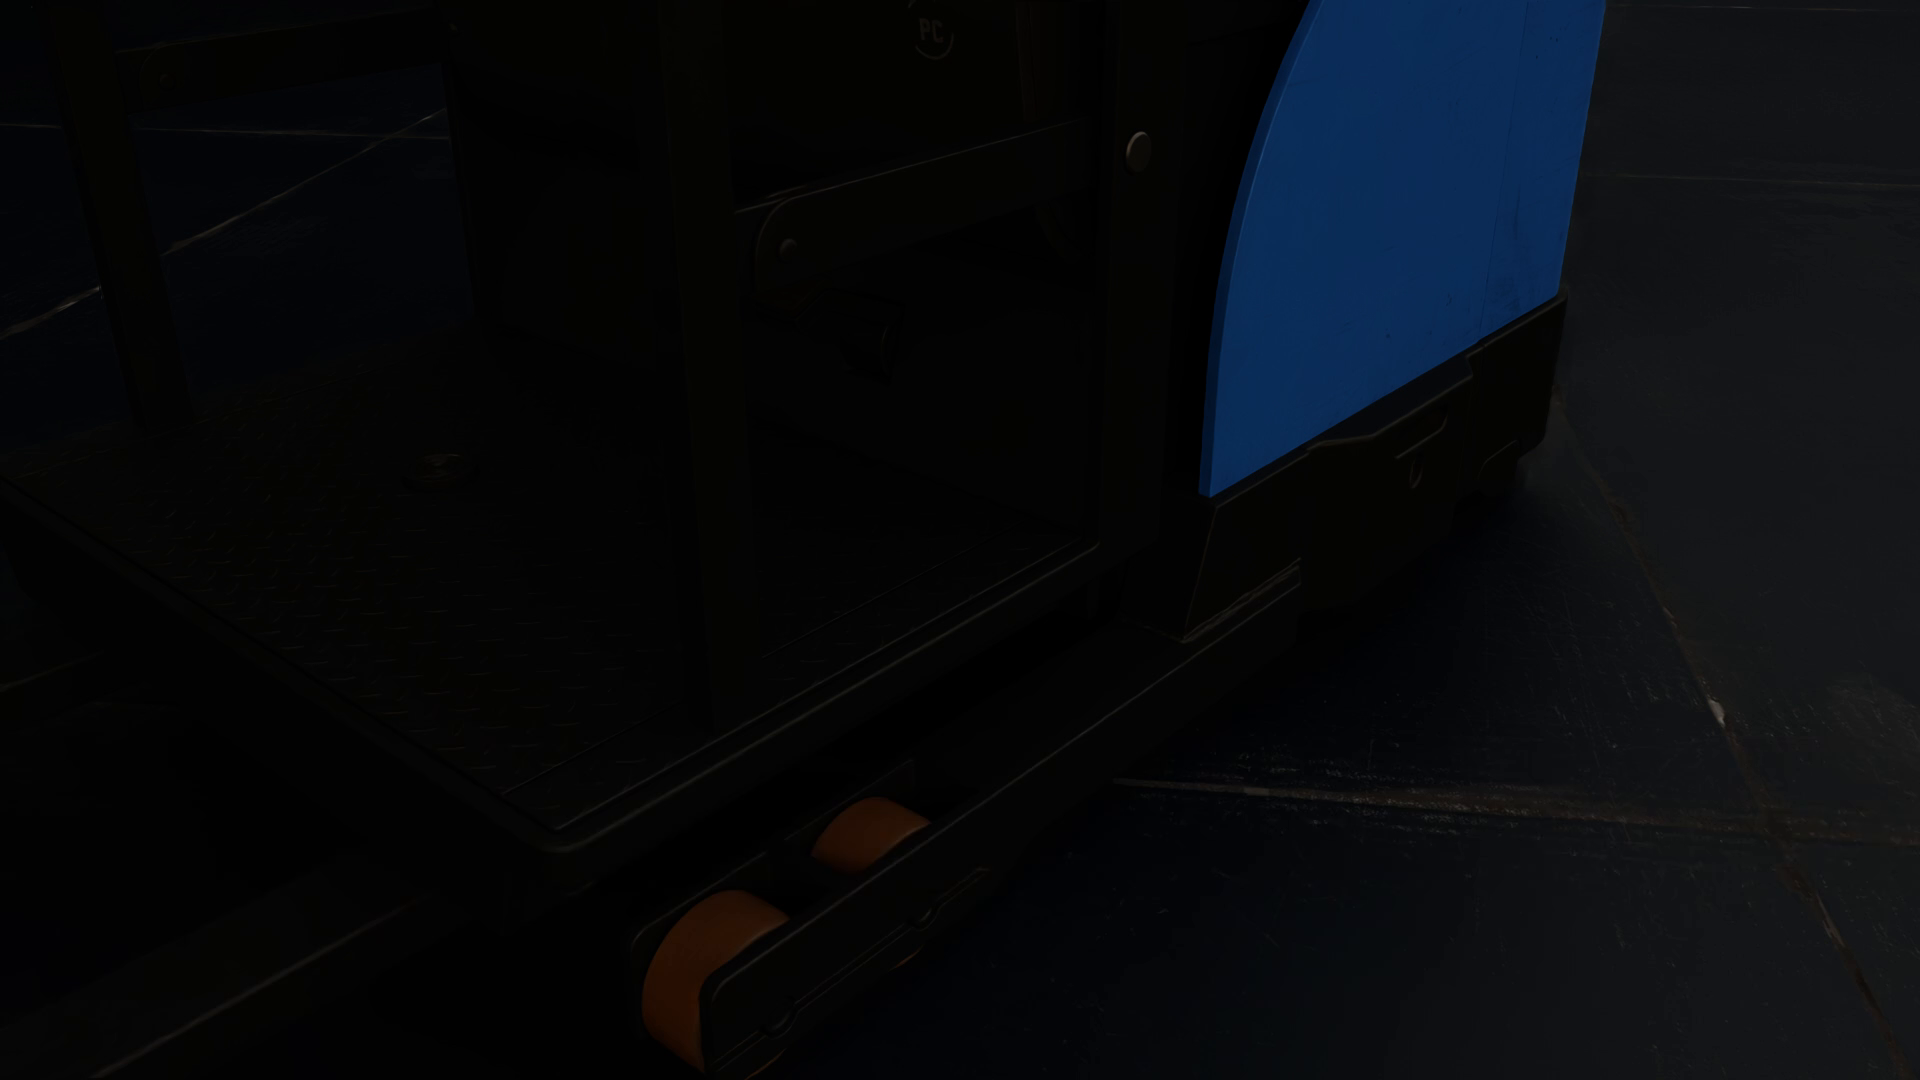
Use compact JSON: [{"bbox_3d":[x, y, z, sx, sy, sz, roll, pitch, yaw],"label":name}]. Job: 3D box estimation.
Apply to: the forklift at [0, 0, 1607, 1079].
[{"bbox_3d":[-0.399,-1.076,1.373,1.130,2.935,3.031,21,33,36],"label":"forklift"}]
